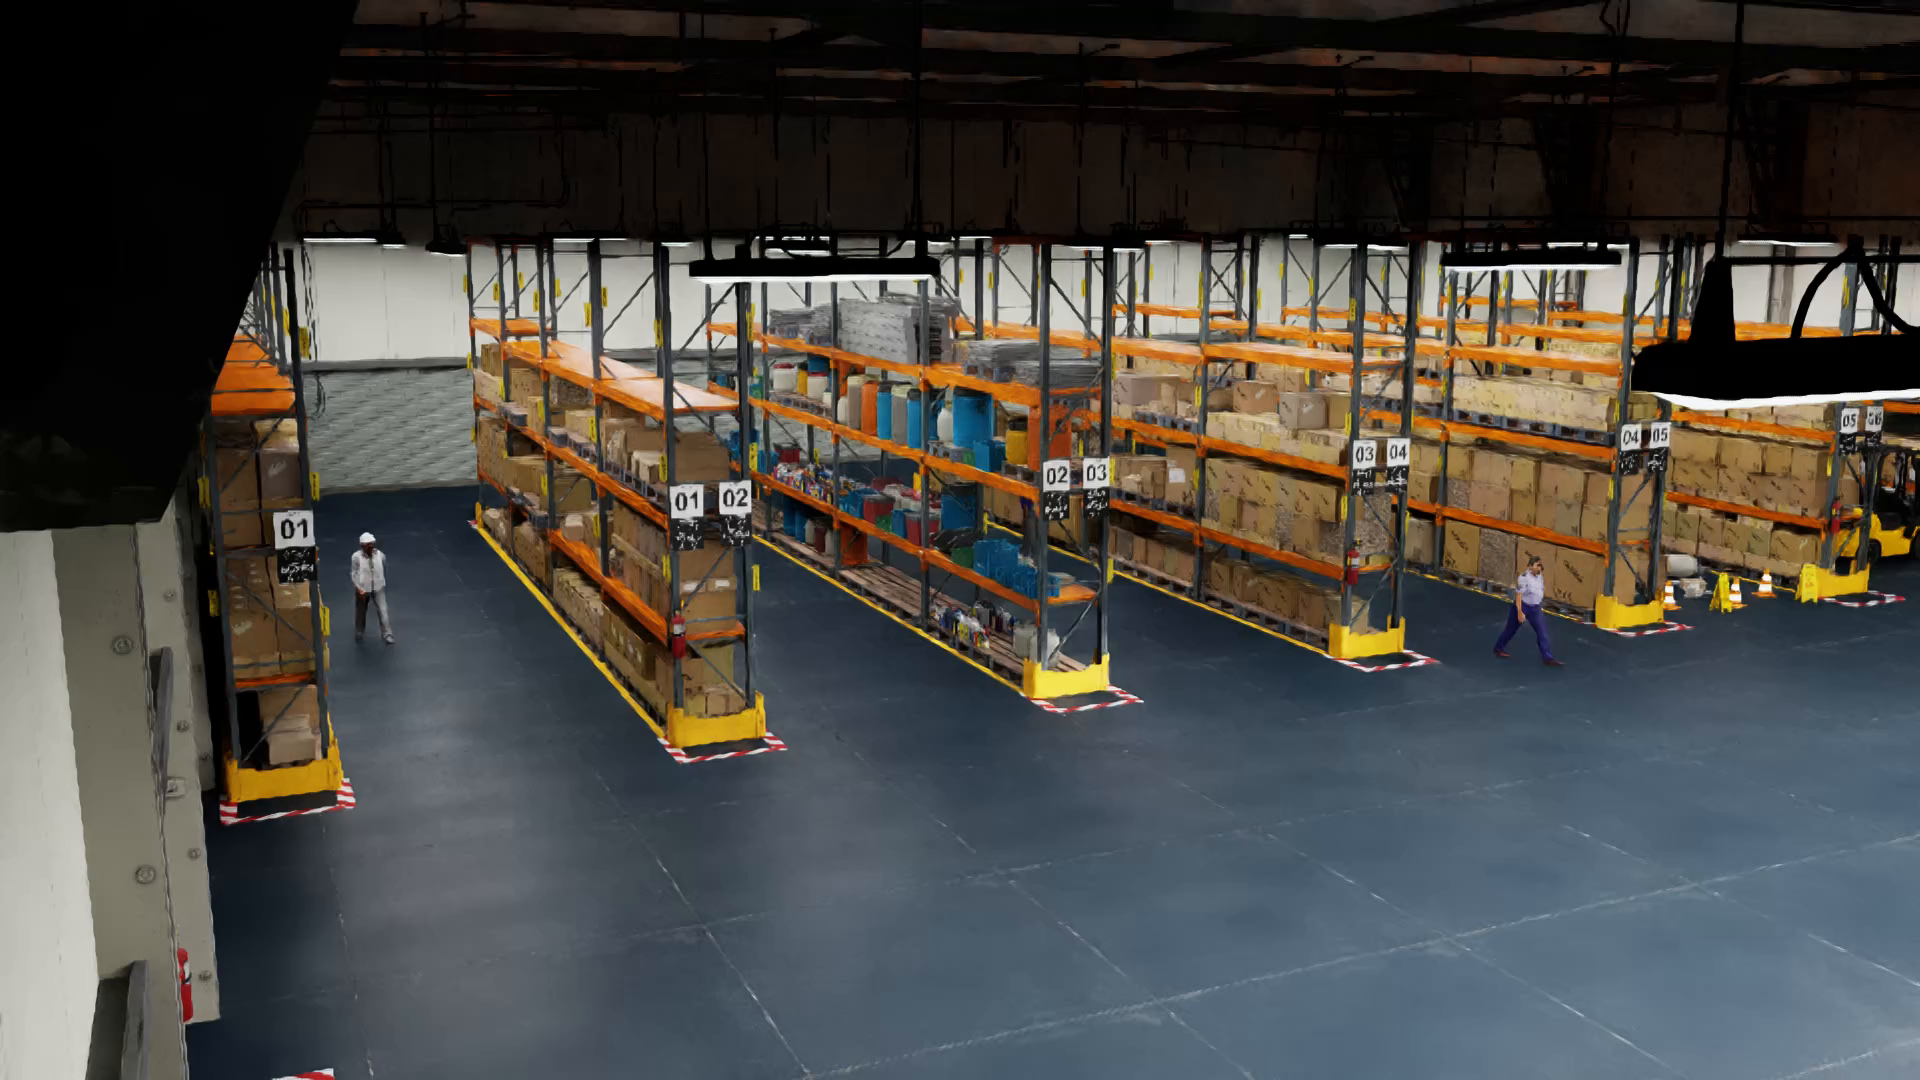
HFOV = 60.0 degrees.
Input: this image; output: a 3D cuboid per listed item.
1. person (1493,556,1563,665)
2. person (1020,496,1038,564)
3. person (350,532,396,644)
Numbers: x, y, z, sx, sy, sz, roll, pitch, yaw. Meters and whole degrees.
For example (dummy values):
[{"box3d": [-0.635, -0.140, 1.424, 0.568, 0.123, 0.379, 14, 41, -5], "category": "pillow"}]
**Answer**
[{"box3d": [8.148, 0.986, 23.846, 0.482, 1.565, 1.090, -5, 12, -25], "category": "person"}, {"box3d": [1.233, -0.407, 30.817, 0.549, 1.653, 0.574, 2, 11, 8], "category": "person"}, {"box3d": [-8.862, 0.704, 24.965, 0.564, 1.699, 1.088, -7, 13, -33], "category": "person"}]
